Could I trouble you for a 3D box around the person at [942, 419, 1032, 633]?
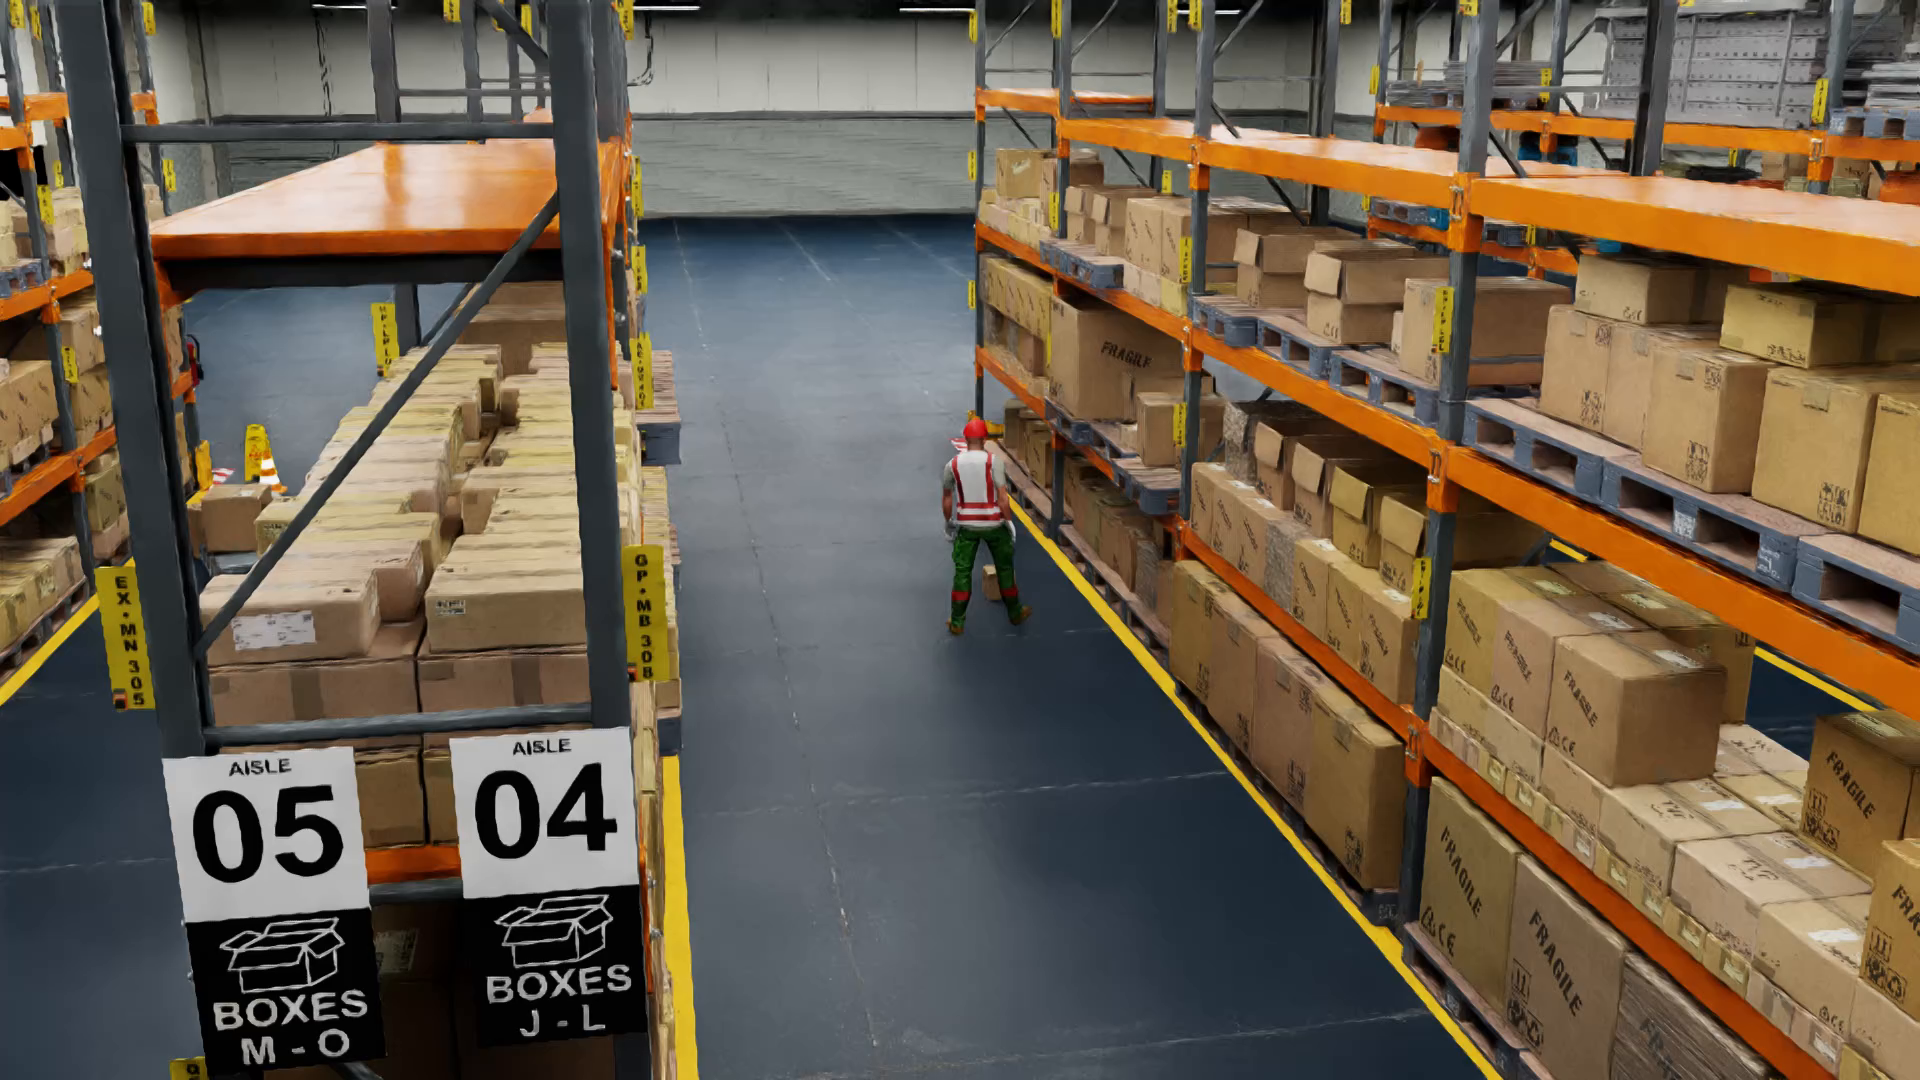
[{"bbox_3d":[0.214,-0.140,13.913,0.715,1.769,0.631,4,17,14],"label":"person"}]
